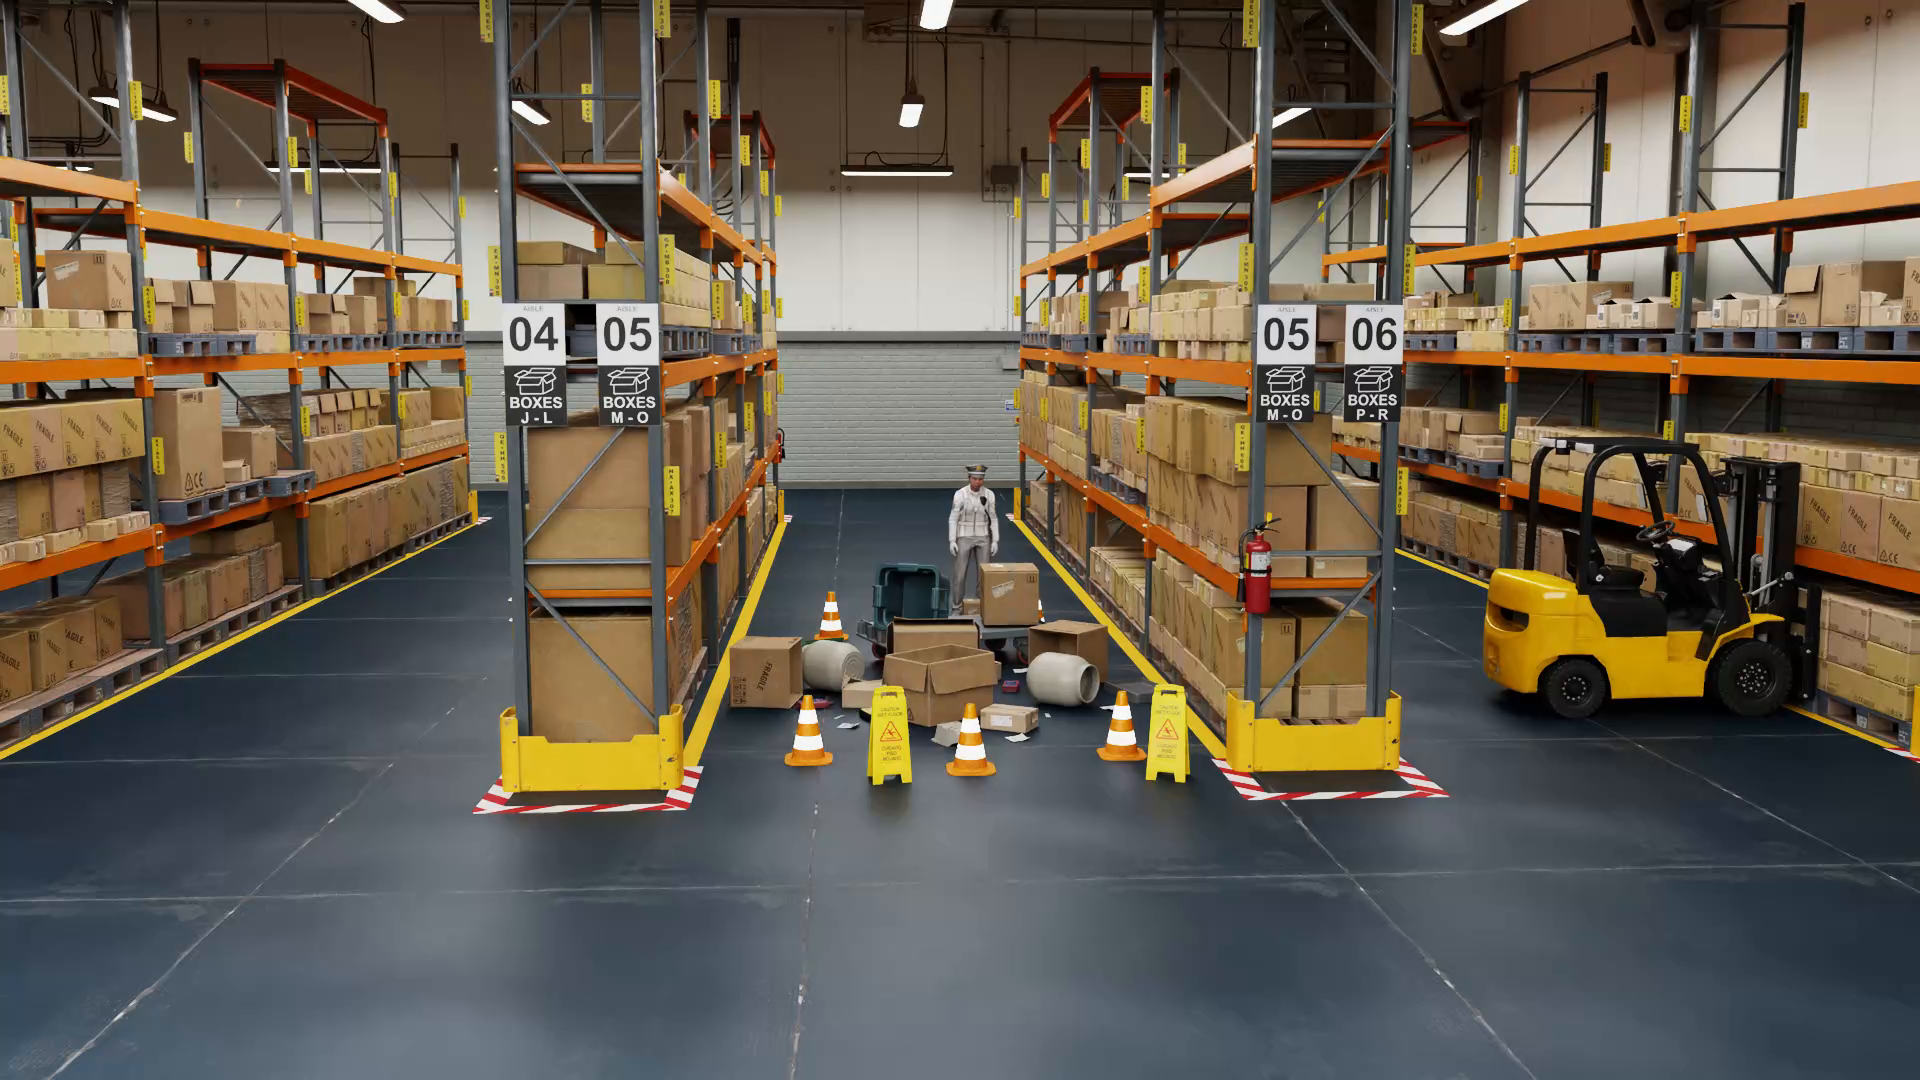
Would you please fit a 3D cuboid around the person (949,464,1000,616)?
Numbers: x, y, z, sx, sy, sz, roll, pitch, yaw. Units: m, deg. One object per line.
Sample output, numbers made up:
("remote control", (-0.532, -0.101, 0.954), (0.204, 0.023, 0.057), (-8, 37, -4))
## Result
("person", (0.145, 0.027, 17.501), (0.547, 1.667, 0.369), (-1, 7, -7))
